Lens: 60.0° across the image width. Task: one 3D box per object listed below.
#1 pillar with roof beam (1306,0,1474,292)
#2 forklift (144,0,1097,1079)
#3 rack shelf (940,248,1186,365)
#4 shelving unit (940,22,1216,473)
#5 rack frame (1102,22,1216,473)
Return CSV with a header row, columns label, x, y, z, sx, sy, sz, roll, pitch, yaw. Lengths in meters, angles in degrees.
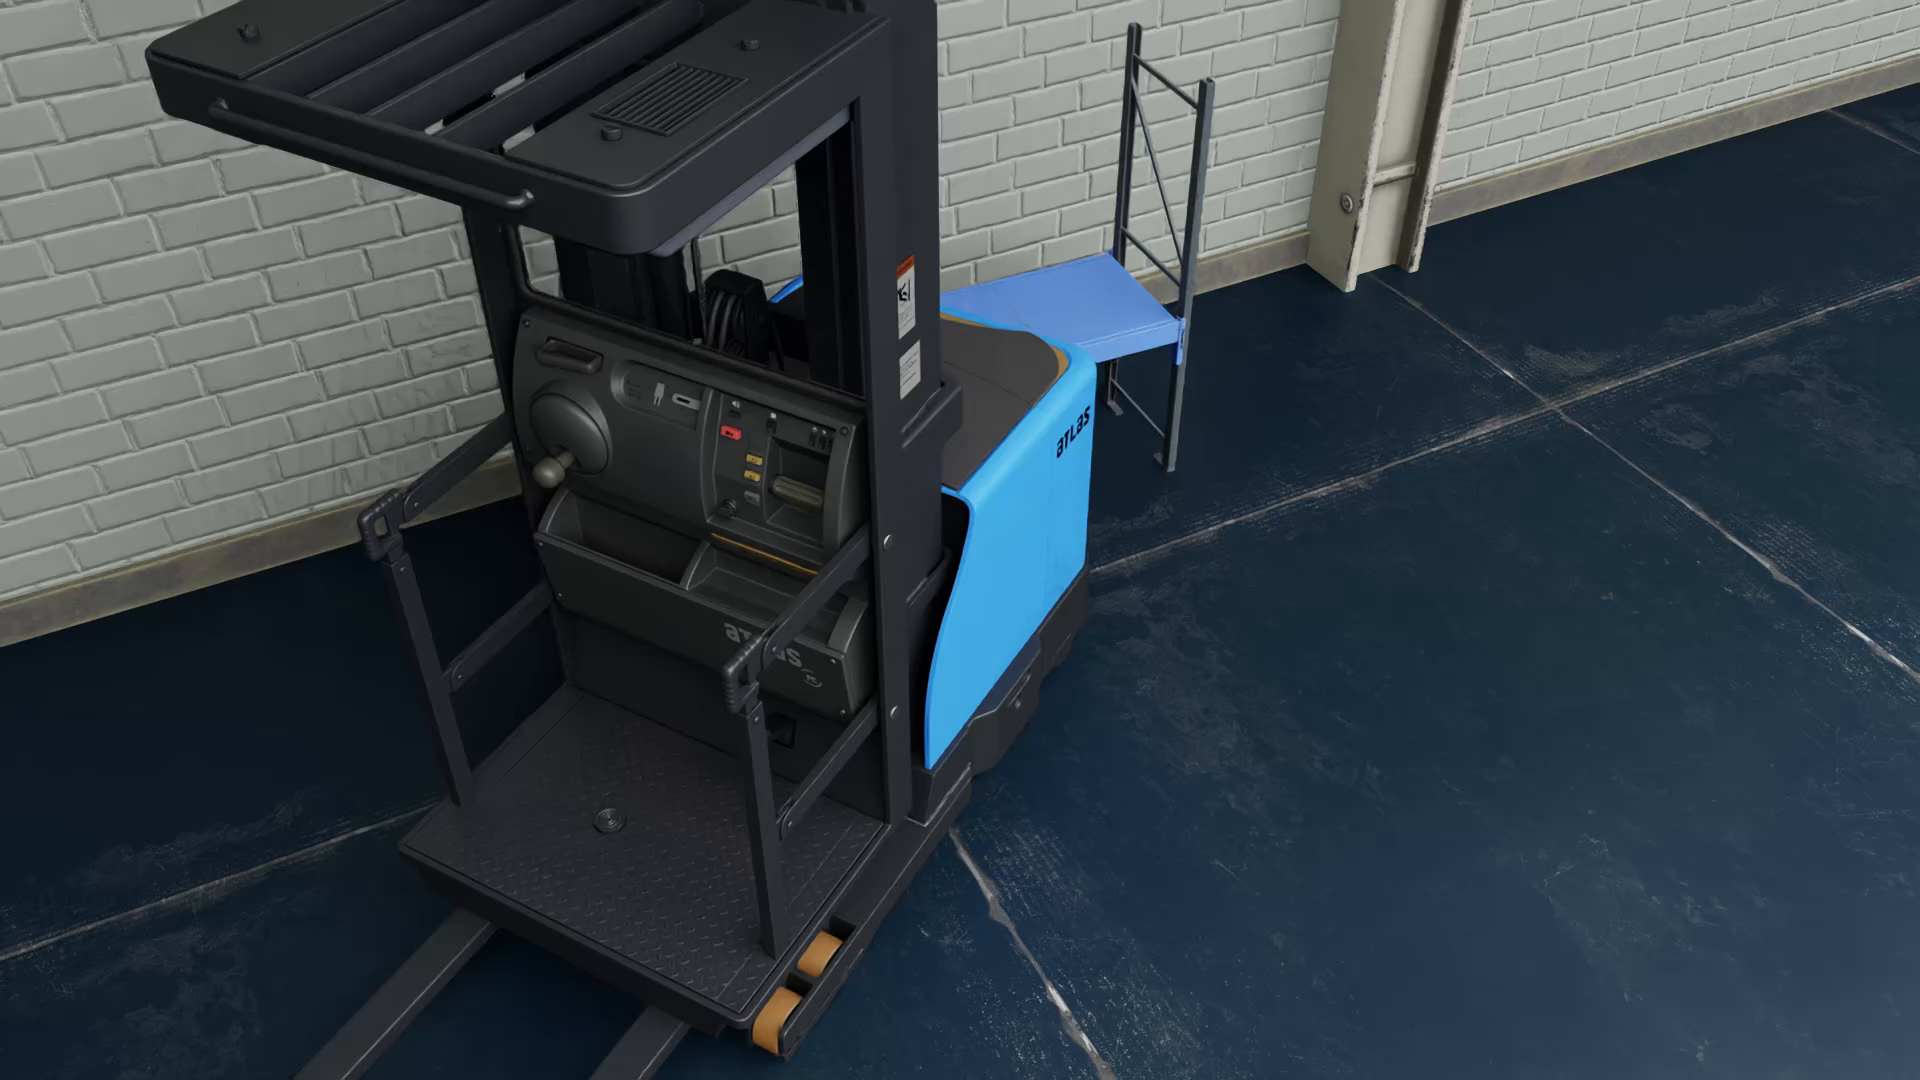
label,x,y,z,sx,sy,sz,roll,pitch,yaw
pillar with roof beam,3.708,-2.153,1.329,0.400,9.000,9.100,-19,44,-21
forklift,-0.748,-0.158,3.668,1.130,2.935,3.031,20,44,22
rack shelf,0.202,-0.694,5.688,1.000,0.185,0.538,-16,43,-18
shelving unit,0.202,-0.832,5.572,1.048,1.500,0.538,-16,43,-18
rack frame,0.665,-0.968,5.732,0.032,1.500,0.500,-16,43,-18
